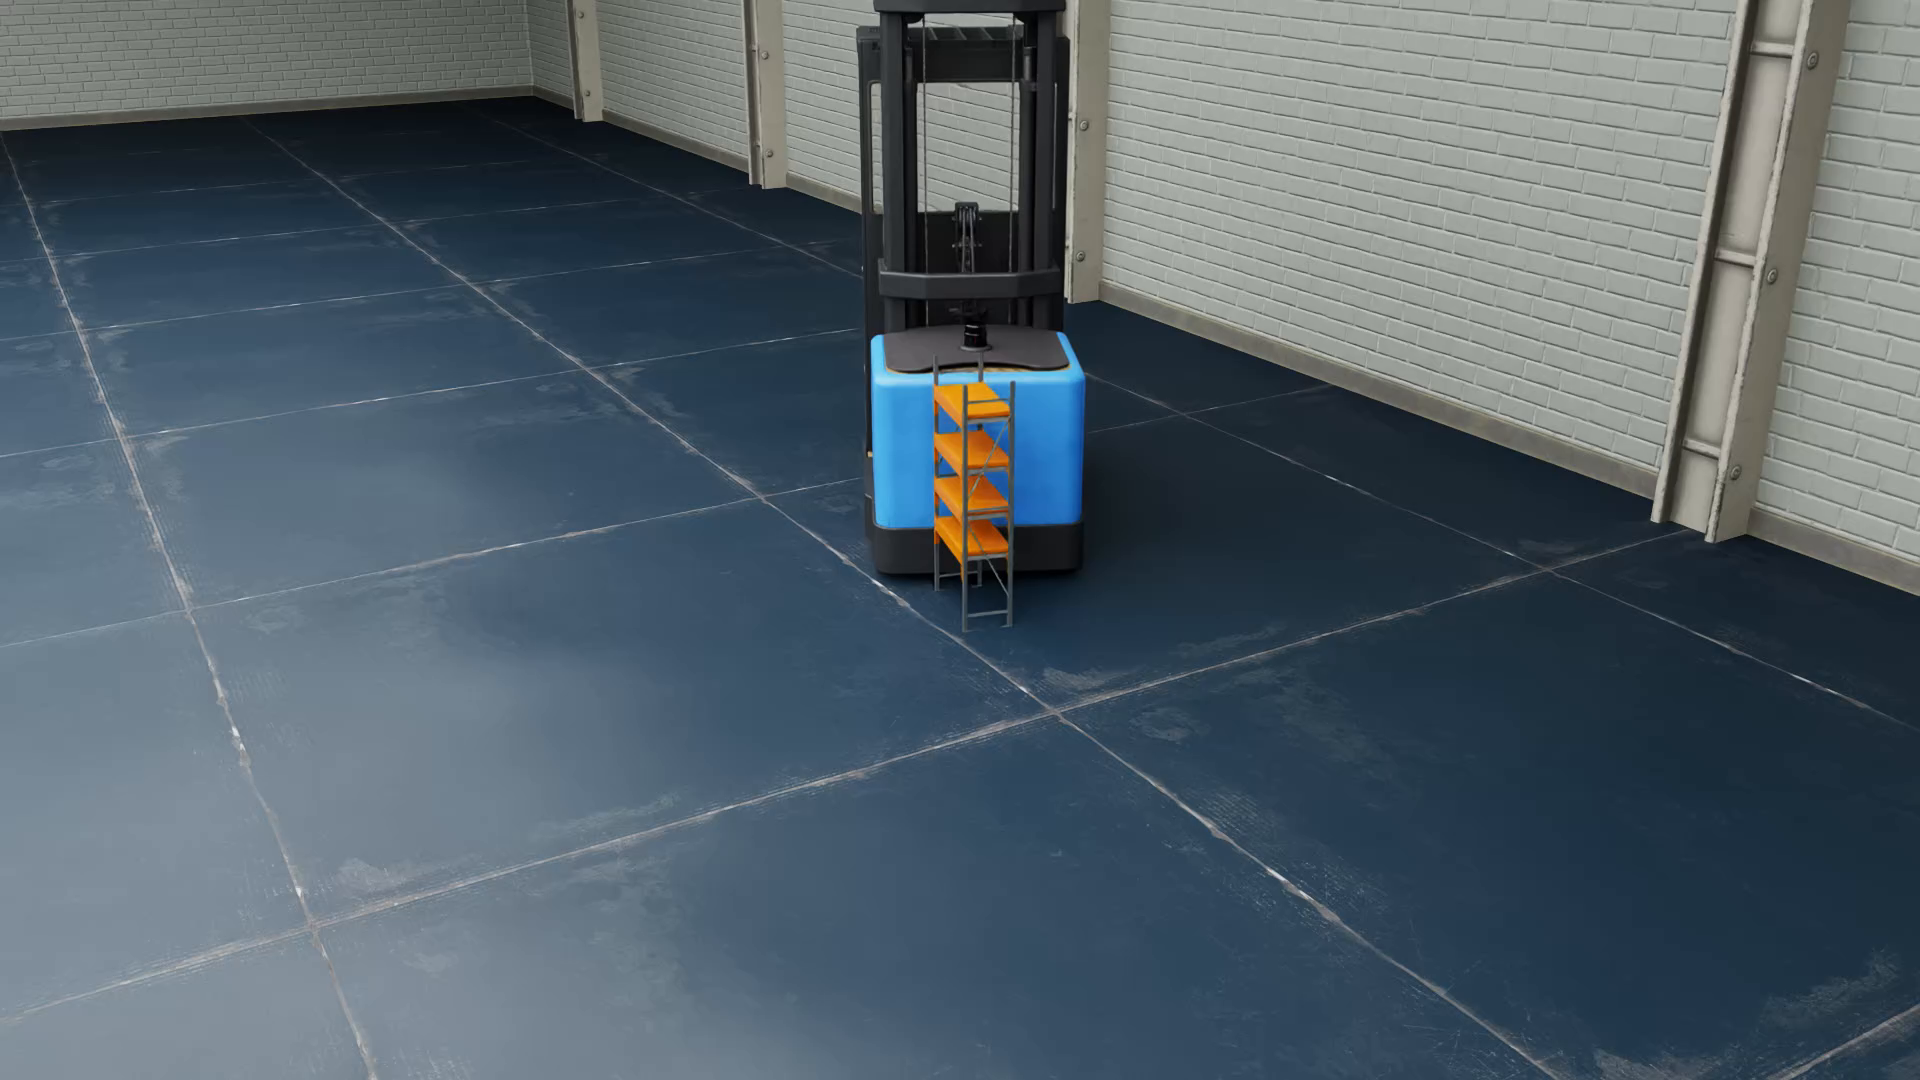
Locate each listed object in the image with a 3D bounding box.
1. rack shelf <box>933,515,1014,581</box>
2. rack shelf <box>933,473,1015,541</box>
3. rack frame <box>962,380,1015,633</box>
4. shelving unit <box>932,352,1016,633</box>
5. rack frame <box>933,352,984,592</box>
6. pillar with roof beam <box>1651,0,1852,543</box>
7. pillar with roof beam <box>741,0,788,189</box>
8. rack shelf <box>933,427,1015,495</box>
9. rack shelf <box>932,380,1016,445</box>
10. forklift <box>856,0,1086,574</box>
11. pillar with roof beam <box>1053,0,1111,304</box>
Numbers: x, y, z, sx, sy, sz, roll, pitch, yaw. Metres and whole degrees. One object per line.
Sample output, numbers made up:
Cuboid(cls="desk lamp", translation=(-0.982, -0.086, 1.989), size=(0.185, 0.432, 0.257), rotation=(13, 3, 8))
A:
Cuboid(cls="rack shelf", translation=(0.060, 0.021, 7.871), size=(0.258, 0.148, 0.480), rotation=(-6, 23, -15))
Cuboid(cls="rack shelf", translation=(0.060, -0.162, 7.796), size=(0.258, 0.148, 0.480), rotation=(-6, 23, -15))
Cuboid(cls="rack frame", translation=(0.128, -0.137, 7.554), size=(0.240, 1.200, 0.015), rotation=(-6, 23, -15))
Cuboid(cls="shelving unit", translation=(0.060, -0.225, 7.771), size=(0.258, 1.200, 0.503), rotation=(-6, 23, -15))
Cuboid(cls="rack frame", translation=(-0.007, -0.313, 7.988), size=(0.240, 1.200, 0.015), rotation=(-6, 23, -15))
Cuboid(cls="pillar with roof beam", translation=(0.300, -3.416, 5.265), size=(9.100, 9.000, 0.400), rotation=(-13, 25, -28))
Cuboid(cls="pillar with roof beam", translation=(-5.830, -7.301, 14.822), size=(9.100, 9.000, 0.400), rotation=(-13, 25, -28))
Cuboid(cls="rack shelf", translation=(0.060, -0.370, 7.712), size=(0.258, 0.148, 0.480), rotation=(-6, 23, -15))
Cuboid(cls="rack shelf", translation=(0.060, -0.589, 7.623), size=(0.258, 0.148, 0.480), rotation=(-6, 23, -15))
Cuboid(cls="forklift", translation=(0.003, -1.702, 9.108), size=(1.130, 2.935, 3.031), rotation=(-1, 22, -4))
Cuboid(cls="pillar with roof beam", translation=(-2.765, -5.358, 10.044), size=(9.100, 9.000, 0.400), rotation=(-13, 25, -28))
